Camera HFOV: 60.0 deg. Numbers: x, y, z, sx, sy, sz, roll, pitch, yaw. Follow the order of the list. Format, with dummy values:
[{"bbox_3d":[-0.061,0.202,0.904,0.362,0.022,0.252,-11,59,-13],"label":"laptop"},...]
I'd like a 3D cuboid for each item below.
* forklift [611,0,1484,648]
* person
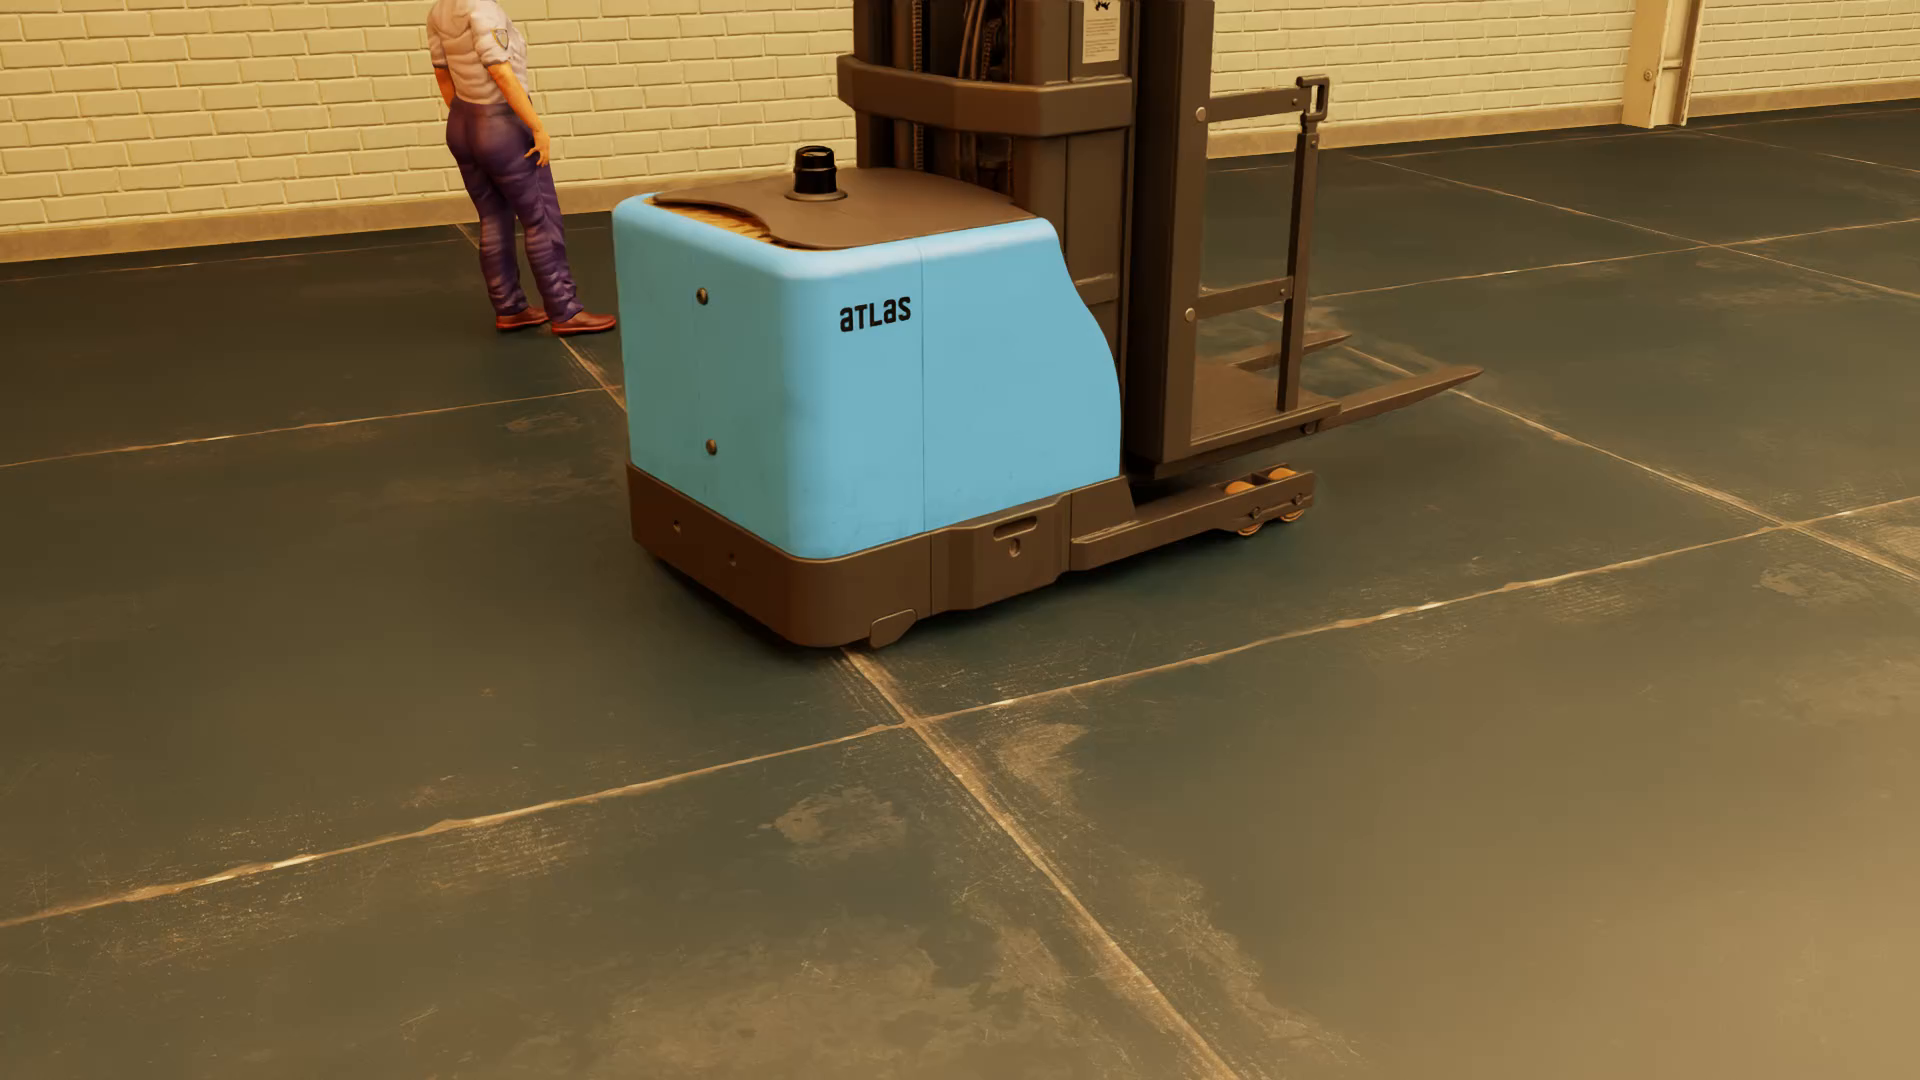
[{"bbox_3d":[0.497,-1.510,4.920,3.031,2.935,1.130,-17,28,-35],"label":"forklift"},{"bbox_3d":[-1.883,-1.709,7.054,0.596,1.650,0.504,19,29,37],"label":"person"}]
